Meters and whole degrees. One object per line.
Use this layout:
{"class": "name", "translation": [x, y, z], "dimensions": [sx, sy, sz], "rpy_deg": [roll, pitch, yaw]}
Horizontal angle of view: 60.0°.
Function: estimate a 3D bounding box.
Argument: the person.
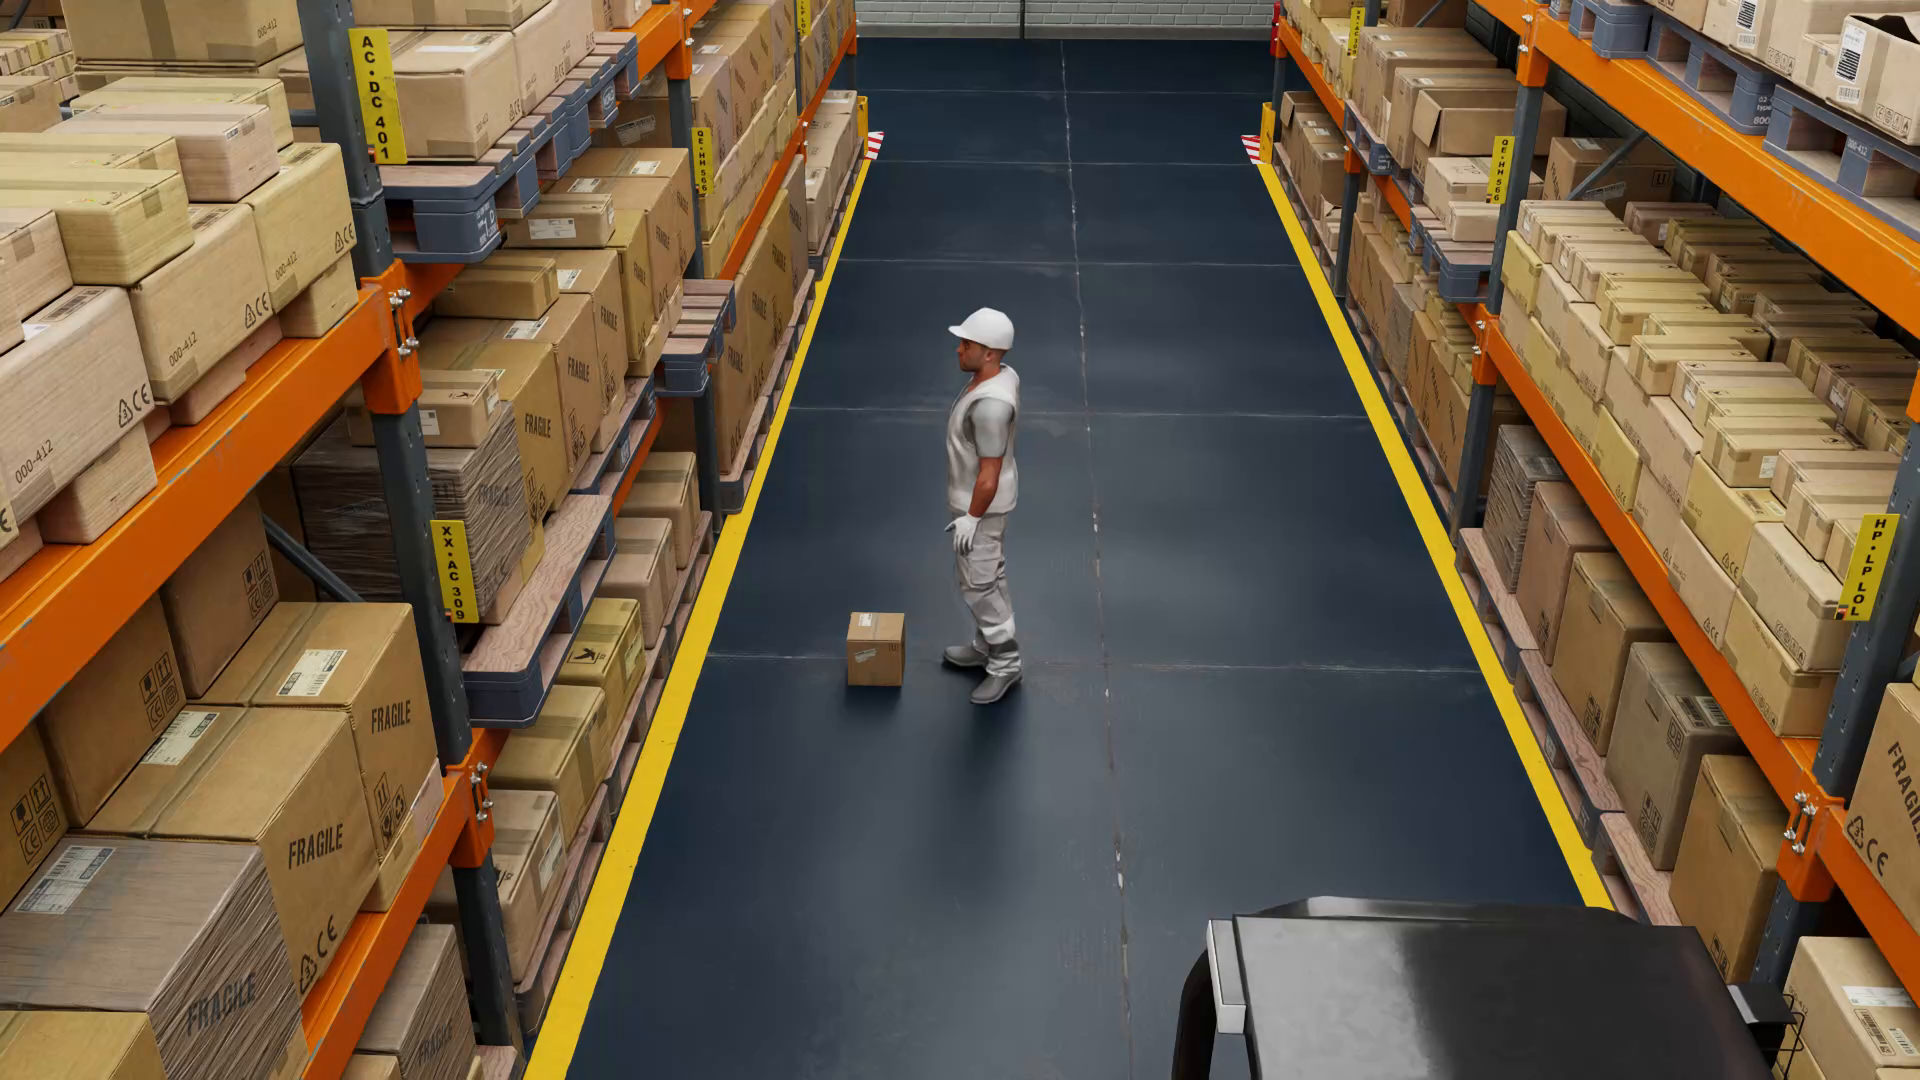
{"class": "person", "translation": [0.103, -0.159, 7.391], "dimensions": [0.382, 1.808, 0.546], "rpy_deg": [2, 28, 3]}
